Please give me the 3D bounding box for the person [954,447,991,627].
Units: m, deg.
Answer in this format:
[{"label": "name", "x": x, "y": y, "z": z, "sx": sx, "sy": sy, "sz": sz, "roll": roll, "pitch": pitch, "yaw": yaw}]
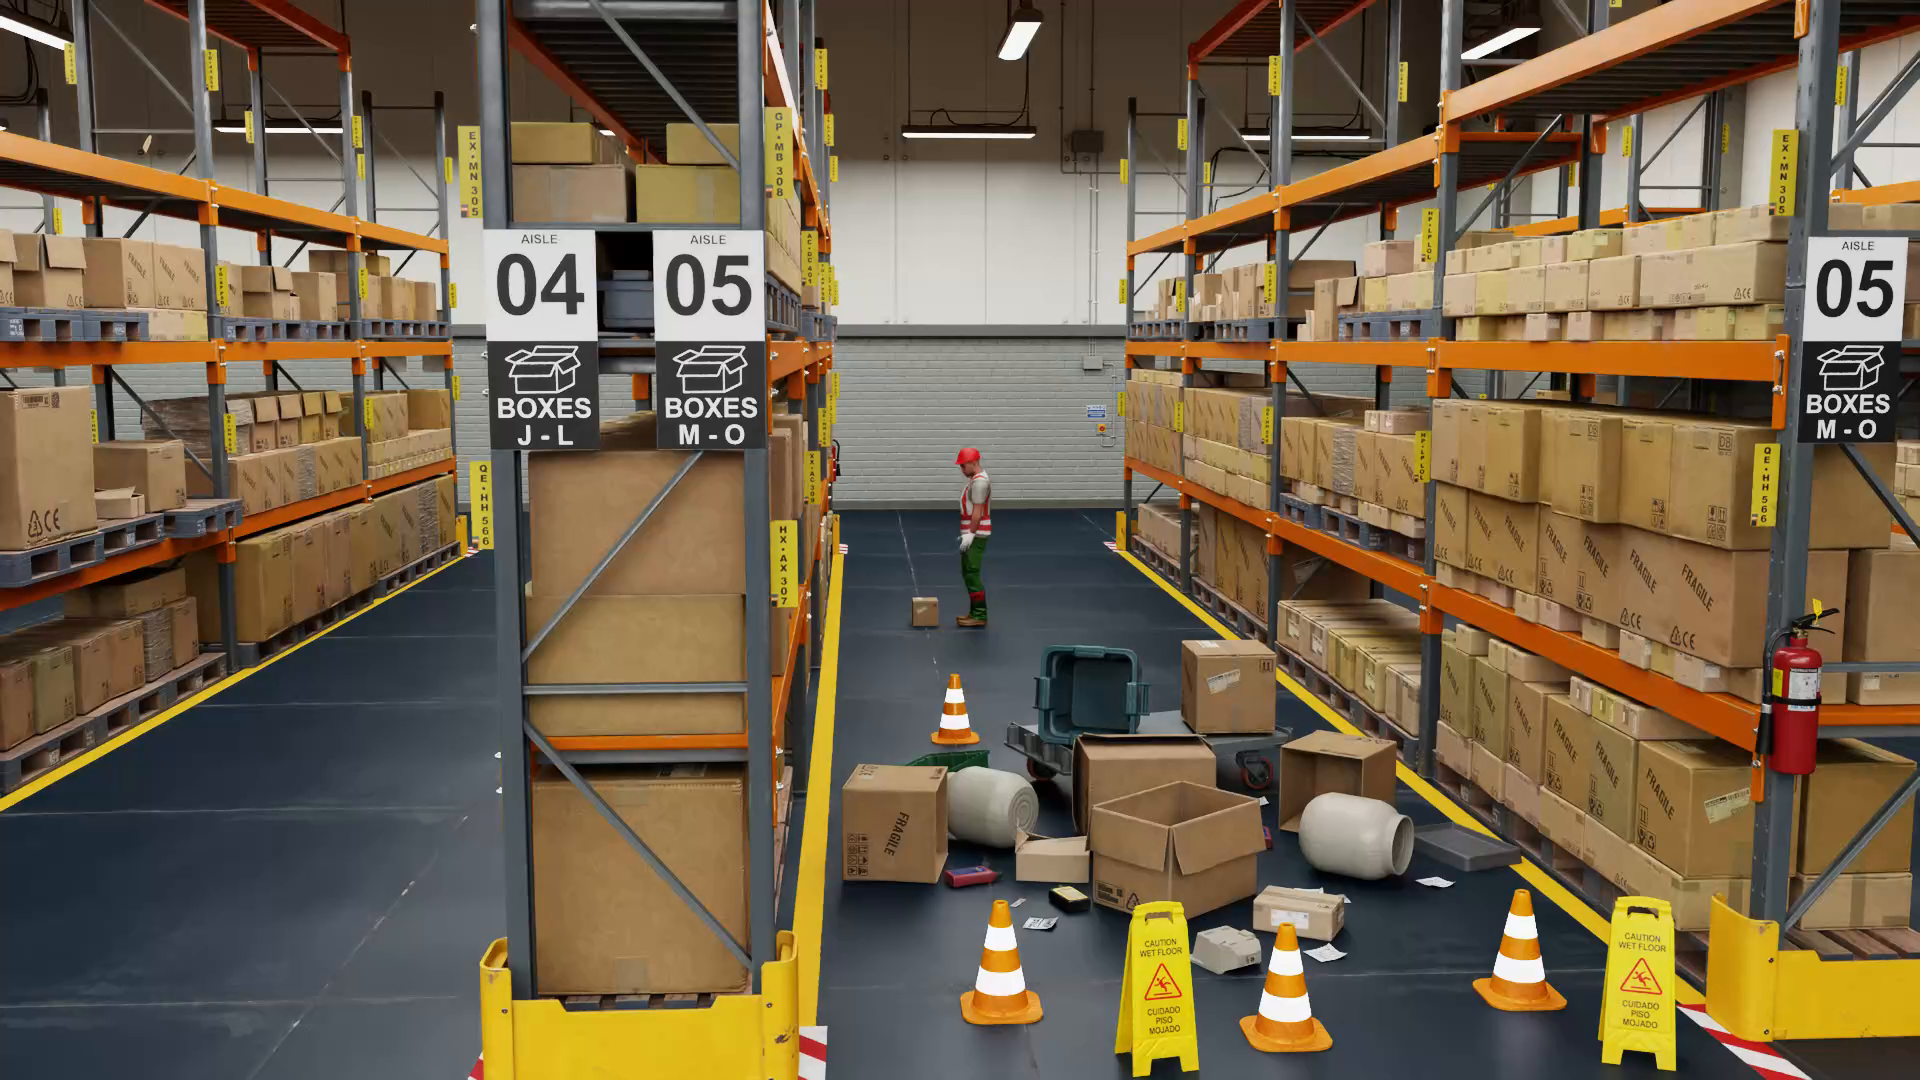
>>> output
[{"label": "person", "x": 0.122, "y": -0.037, "z": 16.522, "sx": 0.377, "sy": 1.770, "sz": 0.531, "roll": 0, "pitch": 7, "yaw": -3}]
